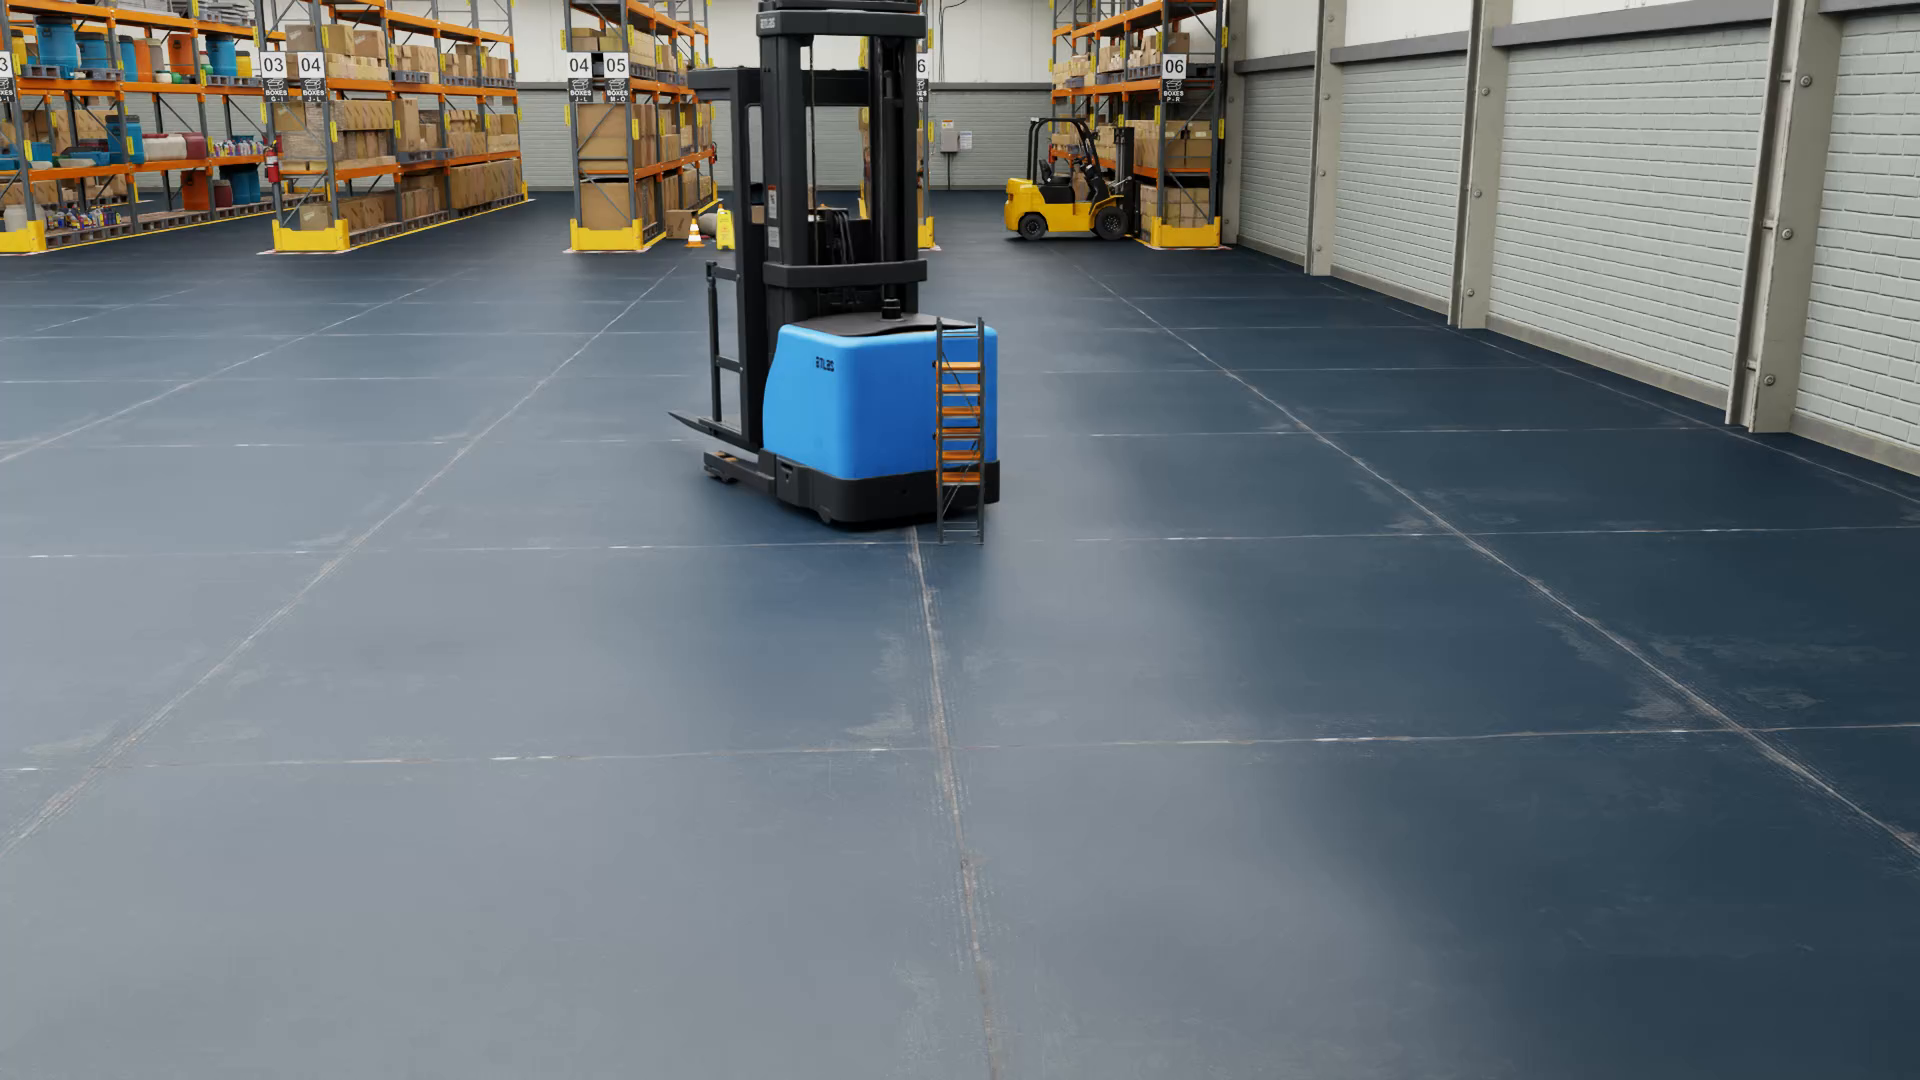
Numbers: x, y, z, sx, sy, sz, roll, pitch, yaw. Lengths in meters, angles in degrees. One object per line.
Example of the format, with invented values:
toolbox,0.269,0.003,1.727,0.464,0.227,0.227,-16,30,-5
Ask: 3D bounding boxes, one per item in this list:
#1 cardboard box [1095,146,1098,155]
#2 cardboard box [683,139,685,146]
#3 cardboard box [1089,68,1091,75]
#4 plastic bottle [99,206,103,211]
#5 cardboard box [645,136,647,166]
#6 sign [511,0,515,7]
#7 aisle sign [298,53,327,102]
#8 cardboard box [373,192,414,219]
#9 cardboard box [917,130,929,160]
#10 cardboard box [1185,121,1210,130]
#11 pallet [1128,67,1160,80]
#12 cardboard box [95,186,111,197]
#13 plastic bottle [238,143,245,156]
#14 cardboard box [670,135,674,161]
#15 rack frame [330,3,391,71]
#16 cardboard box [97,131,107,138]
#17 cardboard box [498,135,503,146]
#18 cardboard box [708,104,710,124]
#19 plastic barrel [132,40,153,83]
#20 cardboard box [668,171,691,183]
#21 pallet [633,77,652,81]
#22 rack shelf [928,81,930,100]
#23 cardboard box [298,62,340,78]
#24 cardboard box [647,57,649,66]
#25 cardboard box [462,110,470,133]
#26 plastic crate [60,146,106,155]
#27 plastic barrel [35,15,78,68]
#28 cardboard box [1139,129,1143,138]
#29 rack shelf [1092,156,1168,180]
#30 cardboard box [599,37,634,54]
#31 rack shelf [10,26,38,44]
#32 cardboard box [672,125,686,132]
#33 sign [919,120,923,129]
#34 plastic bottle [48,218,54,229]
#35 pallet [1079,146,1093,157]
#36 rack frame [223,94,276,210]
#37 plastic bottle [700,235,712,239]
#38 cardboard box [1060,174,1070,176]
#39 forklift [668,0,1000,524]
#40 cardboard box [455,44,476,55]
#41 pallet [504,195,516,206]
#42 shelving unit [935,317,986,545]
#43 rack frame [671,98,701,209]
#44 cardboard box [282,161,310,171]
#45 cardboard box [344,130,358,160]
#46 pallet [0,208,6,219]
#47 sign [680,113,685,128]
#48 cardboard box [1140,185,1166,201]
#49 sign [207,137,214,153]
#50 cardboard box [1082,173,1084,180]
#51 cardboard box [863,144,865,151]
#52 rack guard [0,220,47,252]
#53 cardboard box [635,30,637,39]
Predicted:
cardboard box,3.199,-8.375,35.858,0.500,0.250,0.500,-1,14,-3
cardboard box,-6.383,-8.909,37.292,0.380,0.149,0.250,-1,14,-3
cardboard box,3.100,-10.540,37.452,0.380,0.149,0.250,0,14,-2
plastic bottle,-15.941,-6.032,30.885,0.144,0.351,0.185,-1,14,-3
cardboard box,-6.084,-6.966,29.780,0.875,0.550,0.500,-1,14,-3
sign,-11.382,-13.722,42.265,0.100,0.325,0.005,-1,14,-3
aisle sign,-10.630,-7.590,27.288,0.394,0.787,0.004,-1,14,-3
cardboard box,-11.209,-6.611,32.834,0.700,0.500,0.500,-1,14,-4
cardboard box,-0.795,-6.809,28.674,0.500,0.500,0.500,-1,14,-4
cardboard box,4.104,-7.166,28.757,0.380,0.149,0.250,-1,14,-5
pallet,3.742,-8.765,31.231,1.003,0.211,1.213,-1,14,-3
cardboard box,-21.504,-8.682,41.386,0.500,0.250,0.500,-1,14,-3
plastic bottle,-16.197,-8.789,37.415,0.152,0.276,0.135,-1,14,-3
cardboard box,-6.080,-7.947,33.695,0.500,0.500,0.500,-1,14,-3
rack frame,-11.181,-10.242,30.773,1.000,3.000,0.127,-1,14,-3
cardboard box,-21.452,-9.857,41.116,0.500,0.500,0.500,-1,14,-3
cardboard box,-11.508,-9.771,40.686,0.500,0.250,0.500,-1,14,-2
cardboard box,-6.691,-10.939,42.718,0.500,0.500,0.500,-1,14,-5
plastic barrel,-16.498,-9.545,33.223,0.600,0.830,0.708,-1,14,-3
cardboard box,-6.323,-8.163,37.403,0.500,0.250,0.500,-1,14,-3
pallet,-6.331,-8.975,32.254,0.805,0.209,1.217,-1,15,-6
rack shelf,-1.166,-8.096,29.898,1.077,0.370,4.000,-1,14,-3
cardboard box,-10.705,-7.846,27.780,0.500,0.250,0.500,0,14,-2
cardboard box,-5.820,-8.633,29.999,0.380,0.149,0.250,-1,14,-3
cardboard box,-11.598,-9.531,37.835,0.797,0.503,0.637,-1,14,-3
plastic crate,-16.219,-7.098,30.717,0.767,0.338,0.504,-1,14,-3
plastic barrel,-16.170,-8.910,29.766,0.600,0.901,0.708,-1,14,-3
cardboard box,3.497,-7.461,30.504,0.380,0.149,0.250,-1,14,-5
rack shelf,3.540,-7.716,34.439,1.077,0.370,4.000,-1,14,-3
cardboard box,-5.750,-8.293,27.879,0.500,0.250,0.500,-1,14,-4
rack shelf,-21.441,-11.040,36.121,1.077,0.370,4.000,-1,14,-3
cardboard box,-6.421,-9.326,37.722,0.380,0.149,0.250,-2,15,-6
sign,-0.749,-7.919,32.047,0.100,0.325,0.005,-1,14,-3
plastic bottle,-16.302,-5.677,29.805,0.097,0.201,0.097,0,14,0
pallet,3.304,-8.636,36.958,1.213,0.211,1.003,-1,14,-3
rack frame,-16.620,-9.250,38.956,1.000,3.000,0.127,-1,14,-3
plastic bottle,-4.693,-5.539,30.432,0.283,0.061,0.133,-6,16,-23
cardboard box,2.811,-9.044,42.332,0.500,0.500,0.500,-1,14,-2
forklift,-0.970,-1.826,10.240,1.130,2.935,3.031,-9,17,-30
cardboard box,-11.729,-11.676,39.618,0.500,0.250,0.500,-2,15,-7
pallet,-11.725,-8.470,41.522,1.003,0.211,1.213,-1,14,-3
shelving unit,0.001,-0.577,8.863,0.258,1.200,0.189,-1,14,-3
rack frame,-6.720,-9.377,39.453,1.000,3.000,0.127,-1,14,-3
cardboard box,-11.157,-6.288,27.948,0.380,0.149,0.250,-1,14,-3
cardboard box,-11.079,-6.919,29.100,0.875,0.500,0.500,-1,14,-3
pallet,-21.325,-7.015,35.868,1.003,0.211,1.213,-1,14,-3
sign,-5.919,-8.953,35.479,0.100,0.325,0.005,-1,14,-3
cardboard box,3.493,-6.290,30.123,0.500,0.250,0.500,-1,14,-3
sign,-15.824,-8.344,35.109,0.100,0.325,0.005,-1,14,-3
cardboard box,3.055,-8.508,38.947,0.380,0.149,0.250,-1,14,-4
cardboard box,-1.951,-8.912,37.945,0.500,0.250,0.500,-1,14,-4
rack guard,-15.929,-5.073,27.739,1.175,0.500,0.348,-1,14,-3
cardboard box,-5.725,-8.639,28.423,0.380,0.149,0.250,-1,14,-3
